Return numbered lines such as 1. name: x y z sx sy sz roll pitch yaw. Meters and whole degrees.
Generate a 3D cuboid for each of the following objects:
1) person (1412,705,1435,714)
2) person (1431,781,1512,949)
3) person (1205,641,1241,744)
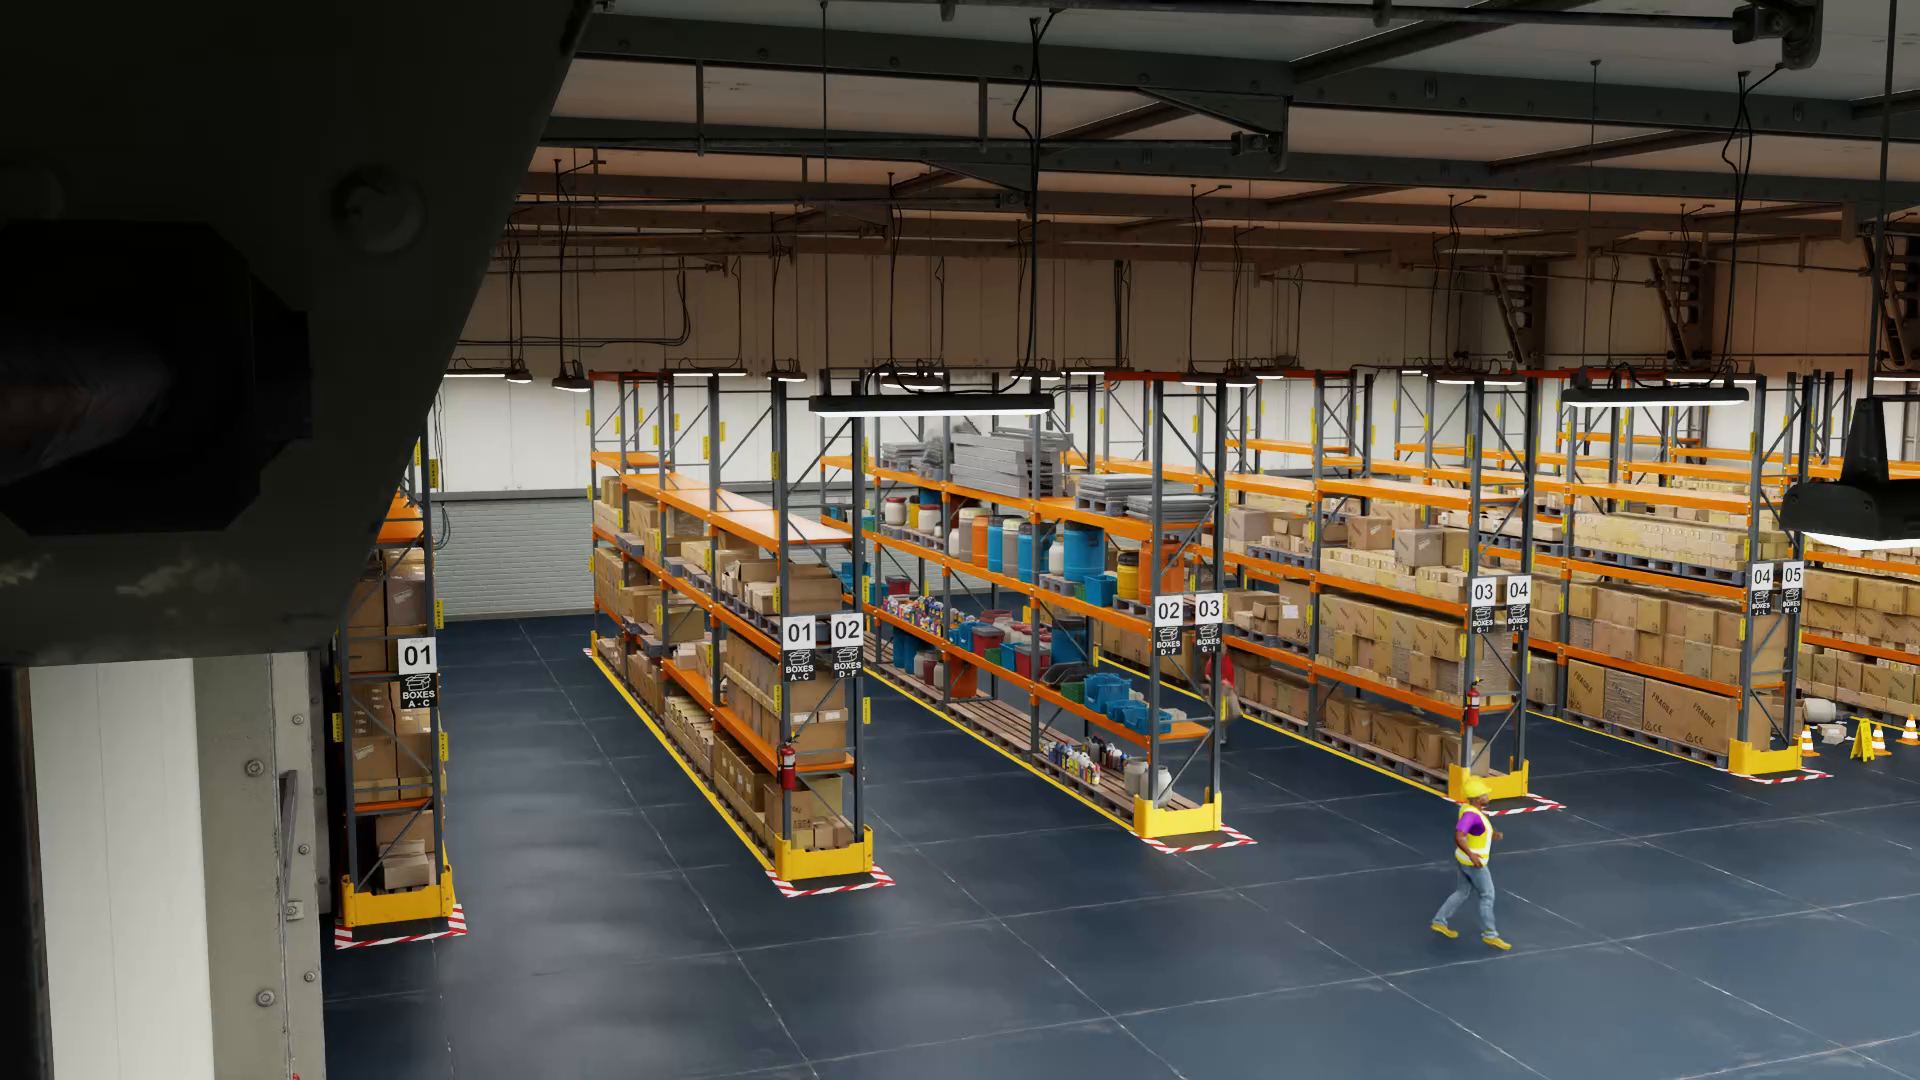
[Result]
1. person: 8.256 2.258 29.004 0.631 1.650 0.780 -2 7 -21
2. person: 5.495 3.455 17.790 0.816 1.793 0.687 1 6 5
3. person: 4.297 2.481 26.960 0.650 1.688 0.602 -4 8 -33
